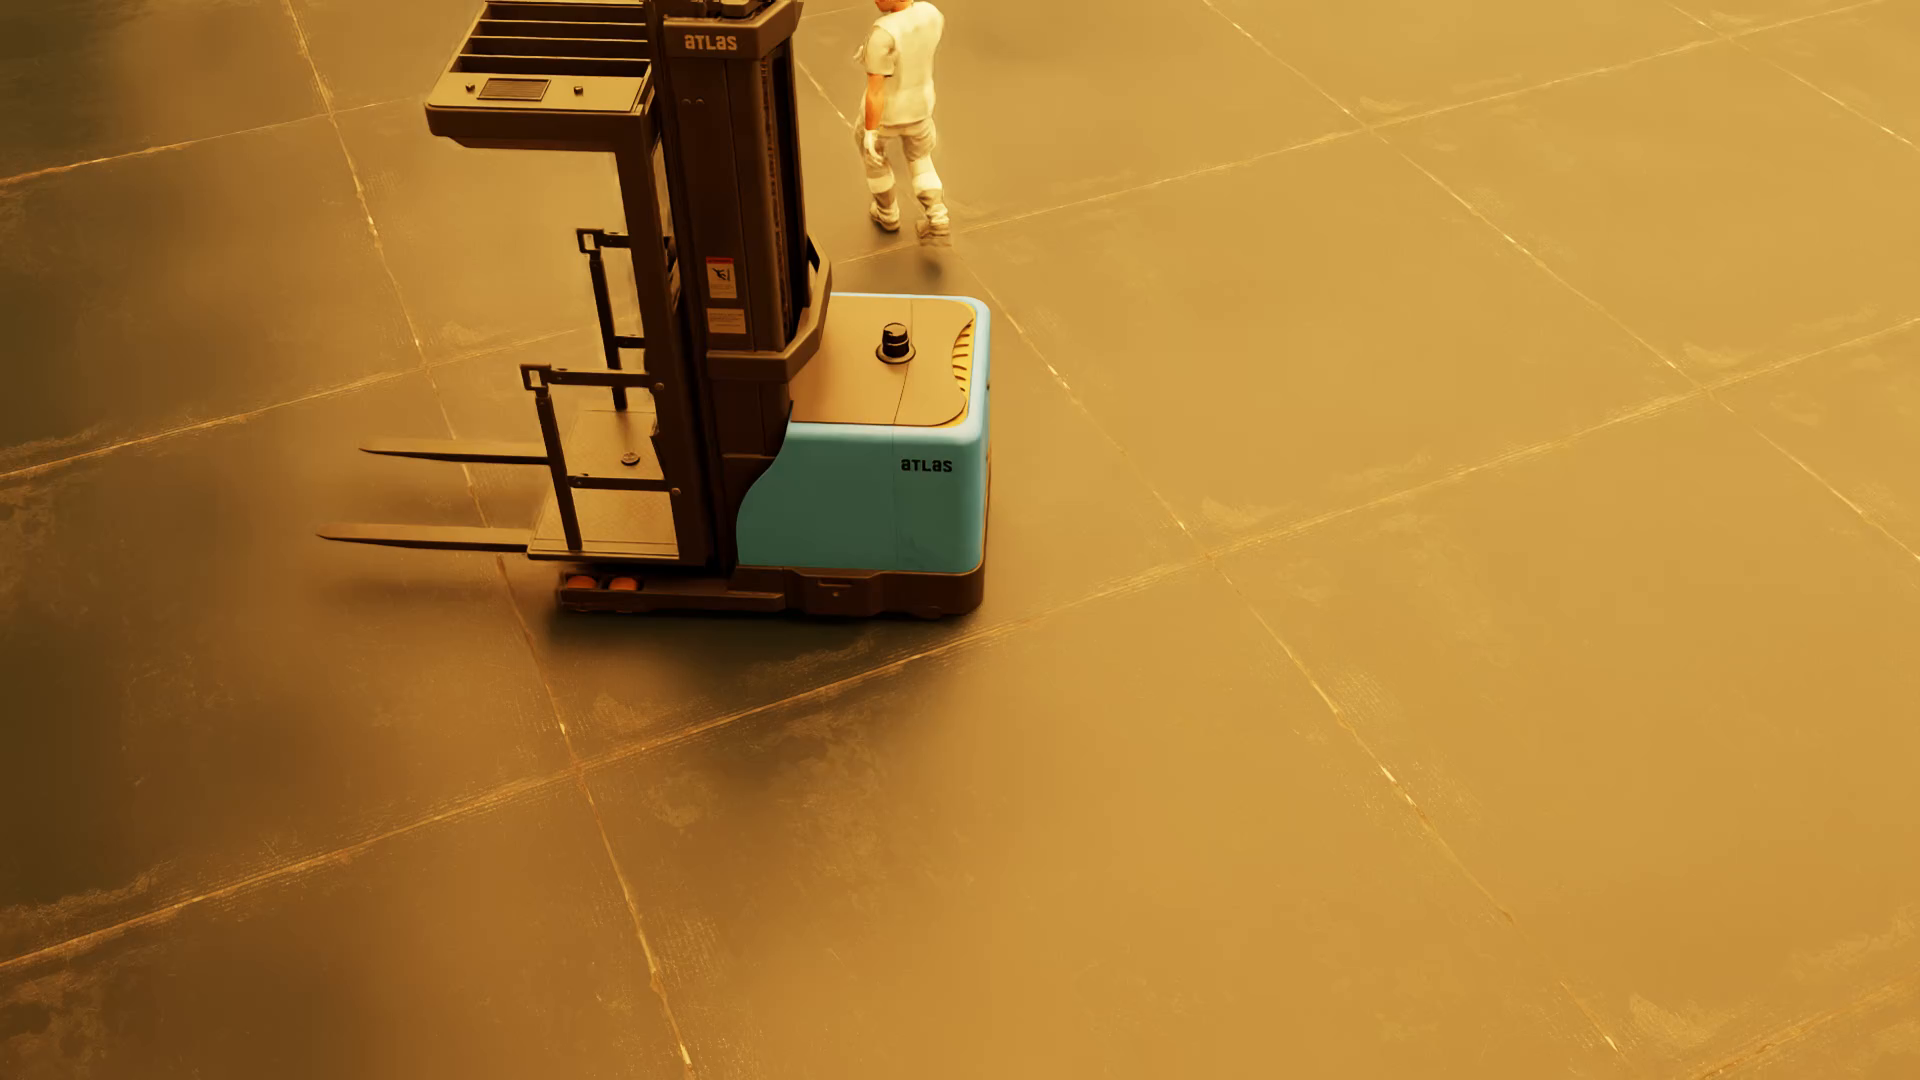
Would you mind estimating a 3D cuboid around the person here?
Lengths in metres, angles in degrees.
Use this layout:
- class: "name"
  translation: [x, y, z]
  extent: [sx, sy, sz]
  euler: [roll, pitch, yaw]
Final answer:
- class: "person"
  translation: [-0.350, -2.375, 9.134]
  extent: [0.628, 1.707, 0.785]
  euler: [-17, 46, -18]

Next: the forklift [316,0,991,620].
- class: "forklift"
  translation: [-1.388, -1.101, 6.860]
  extent: [3.031, 2.935, 1.130]
  euler: [2, 43, 2]
